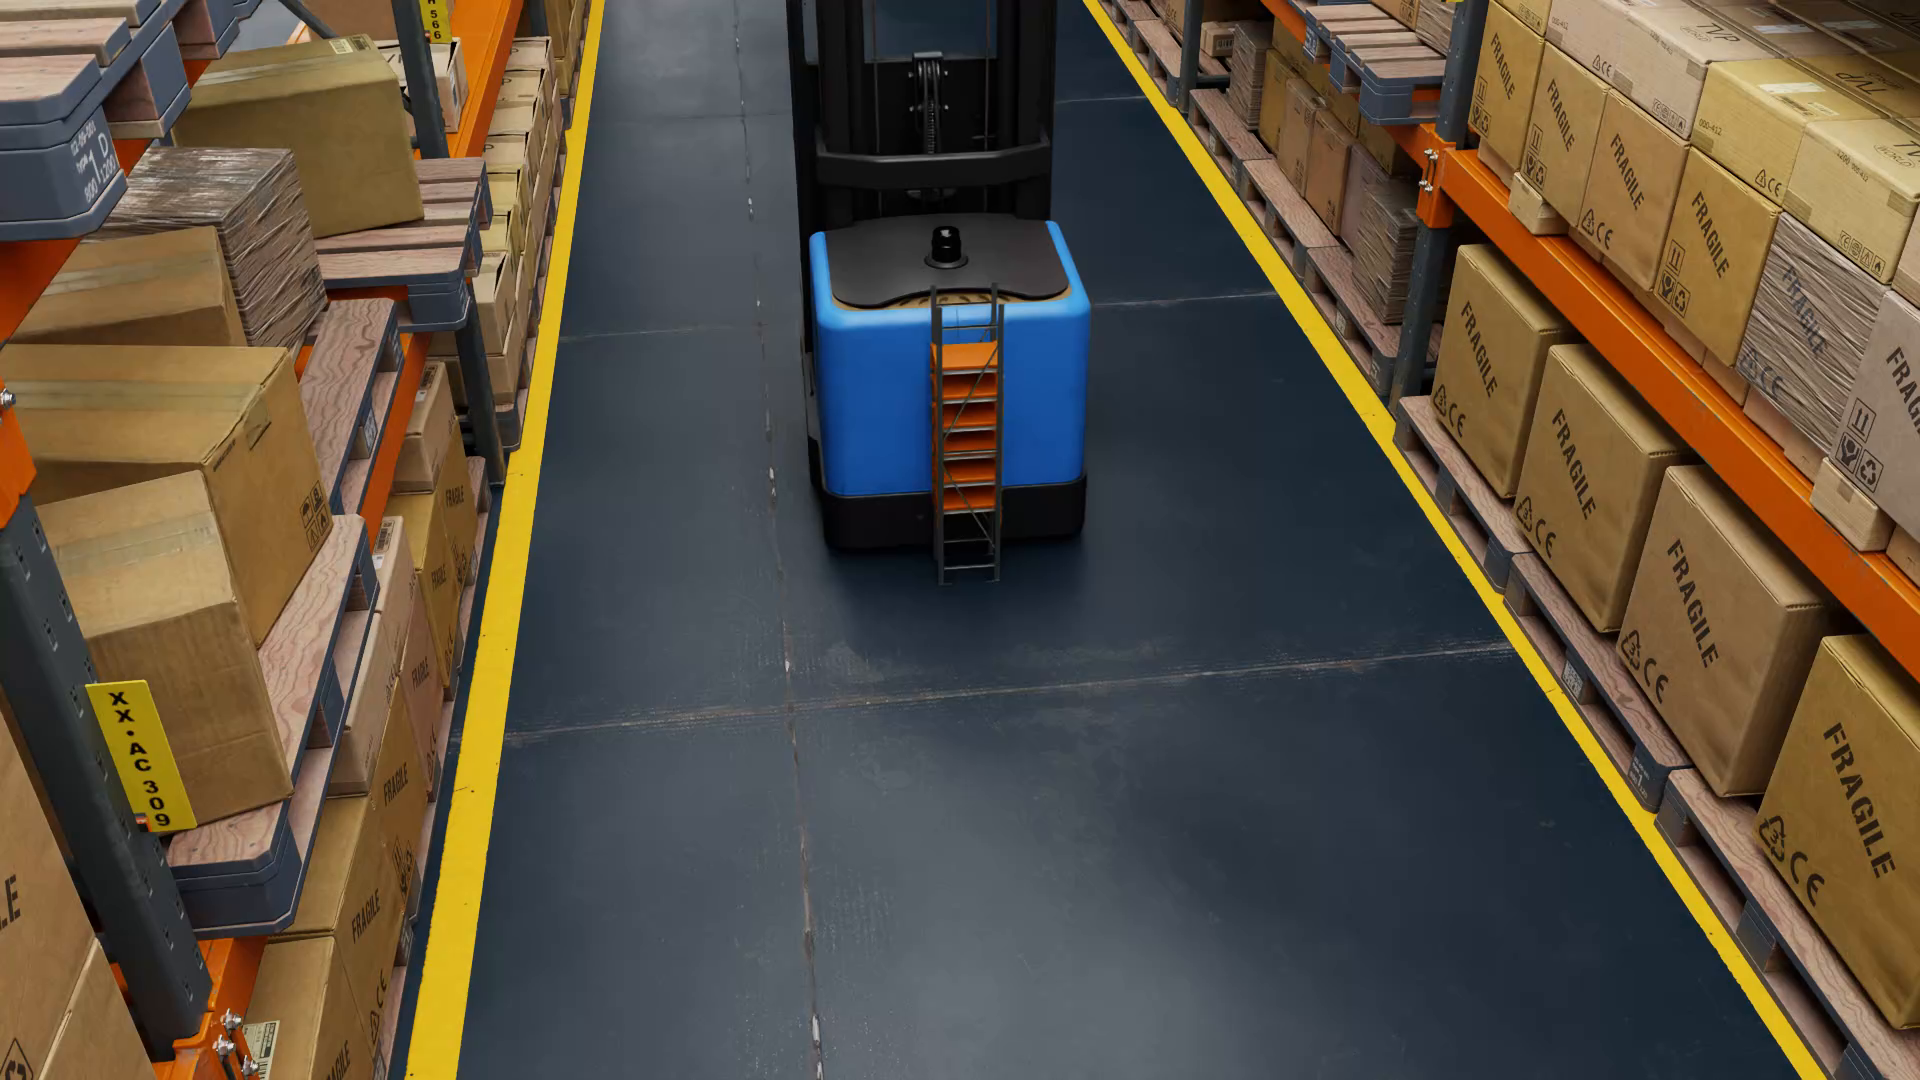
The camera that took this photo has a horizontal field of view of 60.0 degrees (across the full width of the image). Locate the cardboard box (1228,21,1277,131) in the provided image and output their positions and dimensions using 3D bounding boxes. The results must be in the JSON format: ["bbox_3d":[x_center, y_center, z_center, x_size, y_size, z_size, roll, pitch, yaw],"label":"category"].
[{"bbox_3d":[2.042,-2.812,10.041,0.700,0.500,0.500,-3,34,-5],"label":"cardboard box"}]

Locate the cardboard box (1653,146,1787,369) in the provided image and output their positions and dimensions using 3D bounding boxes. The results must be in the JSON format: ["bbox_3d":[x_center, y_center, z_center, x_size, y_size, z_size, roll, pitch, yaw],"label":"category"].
[{"bbox_3d":[2.481,-0.862,4.981,0.500,0.500,0.500,-3,34,-5],"label":"cardboard box"}]

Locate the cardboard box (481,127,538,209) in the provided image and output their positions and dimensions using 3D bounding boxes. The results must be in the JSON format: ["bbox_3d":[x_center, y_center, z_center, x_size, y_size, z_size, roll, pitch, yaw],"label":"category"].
[{"bbox_3d":[-2.438,-1.911,8.461,0.500,0.311,0.500,-5,35,-7],"label":"cardboard box"}]

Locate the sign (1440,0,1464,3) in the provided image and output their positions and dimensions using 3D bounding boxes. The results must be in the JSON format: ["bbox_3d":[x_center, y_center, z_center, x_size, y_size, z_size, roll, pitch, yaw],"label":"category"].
[{"bbox_3d":[1.928,-2.240,6.415,0.100,0.325,0.005,-4,35,-6],"label":"sign"}]

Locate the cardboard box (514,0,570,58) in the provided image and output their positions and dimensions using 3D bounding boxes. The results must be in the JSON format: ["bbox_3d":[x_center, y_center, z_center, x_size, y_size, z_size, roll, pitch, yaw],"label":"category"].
[{"bbox_3d":[-2.734,-3.325,10.368,0.500,0.500,0.500,-4,35,-6],"label":"cardboard box"}]

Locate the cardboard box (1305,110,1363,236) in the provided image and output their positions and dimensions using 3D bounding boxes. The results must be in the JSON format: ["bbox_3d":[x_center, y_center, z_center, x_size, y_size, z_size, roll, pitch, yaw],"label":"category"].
[{"bbox_3d":[2.267,-1.958,8.789,0.700,0.500,0.500,-5,35,-7],"label":"cardboard box"}]

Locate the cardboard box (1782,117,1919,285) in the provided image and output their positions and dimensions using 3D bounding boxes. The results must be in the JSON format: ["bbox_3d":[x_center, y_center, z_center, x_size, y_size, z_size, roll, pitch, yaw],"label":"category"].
[{"bbox_3d":[2.558,-0.902,4.374,0.500,0.250,0.500,-4,34,-5],"label":"cardboard box"}]

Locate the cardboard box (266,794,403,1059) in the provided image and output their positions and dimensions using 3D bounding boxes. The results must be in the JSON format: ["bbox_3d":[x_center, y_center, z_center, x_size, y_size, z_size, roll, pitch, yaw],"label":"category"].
[{"bbox_3d":[-1.812,1.035,4.396,0.500,0.500,0.500,-4,34,-6],"label":"cardboard box"}]

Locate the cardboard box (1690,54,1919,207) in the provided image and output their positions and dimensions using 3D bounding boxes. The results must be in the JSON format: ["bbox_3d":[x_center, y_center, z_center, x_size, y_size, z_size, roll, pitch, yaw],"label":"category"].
[{"bbox_3d":[2.489,-1.187,4.791,0.500,0.250,0.500,-5,35,-7],"label":"cardboard box"}]

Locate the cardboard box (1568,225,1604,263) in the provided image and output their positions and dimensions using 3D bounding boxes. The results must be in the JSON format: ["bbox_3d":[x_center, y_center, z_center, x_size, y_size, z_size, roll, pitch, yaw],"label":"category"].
[{"bbox_3d":[2.412,-1.116,5.930,0.380,0.149,0.250,-5,35,-7],"label":"cardboard box"}]

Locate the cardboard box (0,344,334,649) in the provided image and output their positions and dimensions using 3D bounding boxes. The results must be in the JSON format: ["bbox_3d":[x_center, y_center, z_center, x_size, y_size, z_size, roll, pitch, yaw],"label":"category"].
[{"bbox_3d":[-1.903,-0.106,3.780,0.700,0.500,0.500,1,34,1],"label":"cardboard box"}]

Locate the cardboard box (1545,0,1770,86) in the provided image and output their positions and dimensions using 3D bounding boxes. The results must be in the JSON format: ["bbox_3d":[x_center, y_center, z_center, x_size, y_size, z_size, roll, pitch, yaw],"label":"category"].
[{"bbox_3d":[2.343,-1.750,5.617,0.500,0.250,0.500,-5,35,-7],"label":"cardboard box"}]

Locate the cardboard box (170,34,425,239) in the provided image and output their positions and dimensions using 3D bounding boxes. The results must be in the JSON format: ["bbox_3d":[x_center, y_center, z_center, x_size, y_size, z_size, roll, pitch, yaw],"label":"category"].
[{"bbox_3d":[-2.248,-1.335,5.583,0.700,0.500,0.500,-16,37,-22],"label":"cardboard box"}]

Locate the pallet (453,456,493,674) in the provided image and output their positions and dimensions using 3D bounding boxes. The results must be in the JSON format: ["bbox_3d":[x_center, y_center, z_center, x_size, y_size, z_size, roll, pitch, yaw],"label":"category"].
[{"bbox_3d":[-2.381,0.109,6.403,1.003,0.211,1.213,-4,35,-6],"label":"pallet"}]

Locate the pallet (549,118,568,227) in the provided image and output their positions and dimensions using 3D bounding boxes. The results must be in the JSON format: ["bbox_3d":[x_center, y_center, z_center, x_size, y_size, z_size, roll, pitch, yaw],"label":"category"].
[{"bbox_3d":[-2.844,-2.135,9.695,1.003,0.211,1.213,-4,35,-6],"label":"pallet"}]

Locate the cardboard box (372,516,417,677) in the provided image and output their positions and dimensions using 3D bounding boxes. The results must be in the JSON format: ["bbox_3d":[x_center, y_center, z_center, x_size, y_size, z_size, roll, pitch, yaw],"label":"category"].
[{"bbox_3d":[-1.932,0.184,4.979,0.500,0.250,0.500,-5,35,-7],"label":"cardboard box"}]

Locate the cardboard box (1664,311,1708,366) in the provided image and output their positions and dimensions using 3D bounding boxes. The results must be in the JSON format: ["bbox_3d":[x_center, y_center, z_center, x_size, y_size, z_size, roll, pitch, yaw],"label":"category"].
[{"bbox_3d":[2.496,-0.688,5.302,0.380,0.149,0.250,-4,34,-6],"label":"cardboard box"}]

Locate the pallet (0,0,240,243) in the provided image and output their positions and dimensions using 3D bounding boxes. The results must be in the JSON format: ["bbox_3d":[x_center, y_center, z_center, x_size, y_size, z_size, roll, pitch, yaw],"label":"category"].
[{"bbox_3d":[-1.924,-0.762,2.708,1.213,0.211,1.003,-4,35,-6],"label":"pallet"}]

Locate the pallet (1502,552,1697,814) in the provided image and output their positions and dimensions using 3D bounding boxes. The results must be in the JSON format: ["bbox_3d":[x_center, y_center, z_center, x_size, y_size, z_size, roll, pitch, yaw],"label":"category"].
[{"bbox_3d":[2.656,0.437,5.921,1.003,0.211,1.213,-4,35,-6],"label":"pallet"}]

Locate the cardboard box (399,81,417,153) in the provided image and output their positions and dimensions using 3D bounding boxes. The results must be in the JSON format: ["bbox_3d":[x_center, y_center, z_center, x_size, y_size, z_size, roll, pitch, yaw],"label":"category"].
[{"bbox_3d":[-2.450,-1.632,6.561,0.500,0.311,0.500,-2,34,-3],"label":"cardboard box"}]

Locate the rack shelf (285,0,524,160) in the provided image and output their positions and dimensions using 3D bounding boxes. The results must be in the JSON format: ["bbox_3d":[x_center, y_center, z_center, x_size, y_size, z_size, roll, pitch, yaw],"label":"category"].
[{"bbox_3d":[-2.713,-2.282,8.073,1.077,0.370,4.000,-4,35,-6],"label":"rack shelf"}]

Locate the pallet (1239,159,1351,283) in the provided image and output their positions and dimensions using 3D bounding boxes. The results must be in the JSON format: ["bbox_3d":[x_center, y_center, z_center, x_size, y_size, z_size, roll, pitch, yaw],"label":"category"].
[{"bbox_3d":[2.200,-1.803,9.209,1.003,0.211,1.213,-4,35,-6],"label":"pallet"}]

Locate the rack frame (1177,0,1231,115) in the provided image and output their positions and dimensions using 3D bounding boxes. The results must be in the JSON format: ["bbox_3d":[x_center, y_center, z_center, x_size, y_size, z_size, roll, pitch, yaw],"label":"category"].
[{"bbox_3d":[1.926,-4.072,10.062,1.000,3.000,0.127,-4,35,-6],"label":"rack frame"}]

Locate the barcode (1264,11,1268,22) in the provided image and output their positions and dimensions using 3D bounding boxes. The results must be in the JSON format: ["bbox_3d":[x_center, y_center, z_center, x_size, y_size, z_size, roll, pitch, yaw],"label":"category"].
[{"bbox_3d":[2.109,-3.602,11.450,0.001,0.075,0.075,-4,35,-6],"label":"barcode"}]

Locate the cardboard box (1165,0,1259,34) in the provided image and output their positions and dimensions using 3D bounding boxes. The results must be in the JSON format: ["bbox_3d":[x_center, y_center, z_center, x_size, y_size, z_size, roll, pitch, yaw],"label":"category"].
[{"bbox_3d":[1.747,-3.797,11.487,0.500,0.500,0.500,-7,35,-10],"label":"cardboard box"}]

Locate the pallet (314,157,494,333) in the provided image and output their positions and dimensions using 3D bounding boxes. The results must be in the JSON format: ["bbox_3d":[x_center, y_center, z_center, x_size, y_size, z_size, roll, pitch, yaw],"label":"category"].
[{"bbox_3d":[-2.283,-1.011,5.740,1.213,0.211,1.003,-4,35,-6],"label":"pallet"}]

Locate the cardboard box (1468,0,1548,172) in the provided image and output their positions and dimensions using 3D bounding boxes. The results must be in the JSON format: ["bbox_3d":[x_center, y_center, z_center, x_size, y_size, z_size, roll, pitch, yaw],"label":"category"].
[{"bbox_3d":[2.276,-1.722,6.243,0.500,0.500,0.500,-3,34,-5],"label":"cardboard box"}]

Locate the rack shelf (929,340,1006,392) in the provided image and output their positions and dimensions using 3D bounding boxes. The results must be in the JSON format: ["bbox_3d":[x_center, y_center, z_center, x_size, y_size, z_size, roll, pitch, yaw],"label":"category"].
[{"bbox_3d":[0.025,-0.636,6.058,0.258,0.103,0.180,-4,34,-6],"label":"rack shelf"}]

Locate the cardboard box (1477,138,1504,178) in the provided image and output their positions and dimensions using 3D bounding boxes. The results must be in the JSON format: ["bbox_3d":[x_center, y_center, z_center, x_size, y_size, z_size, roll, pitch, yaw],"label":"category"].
[{"bbox_3d":[2.279,-1.543,6.556,0.380,0.149,0.250,-5,35,-7],"label":"cardboard box"}]

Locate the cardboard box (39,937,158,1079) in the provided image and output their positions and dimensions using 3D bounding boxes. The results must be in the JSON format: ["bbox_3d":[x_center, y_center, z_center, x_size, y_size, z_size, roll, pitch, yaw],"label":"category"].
[{"bbox_3d":[-1.584,0.987,2.549,0.500,0.500,0.500,-4,34,-6],"label":"cardboard box"}]

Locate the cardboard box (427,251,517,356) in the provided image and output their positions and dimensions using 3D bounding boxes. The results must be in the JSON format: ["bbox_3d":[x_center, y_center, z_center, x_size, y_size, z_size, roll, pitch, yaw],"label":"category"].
[{"bbox_3d":[-2.223,-1.046,7.193,0.500,0.311,0.500,-3,34,-5],"label":"cardboard box"}]

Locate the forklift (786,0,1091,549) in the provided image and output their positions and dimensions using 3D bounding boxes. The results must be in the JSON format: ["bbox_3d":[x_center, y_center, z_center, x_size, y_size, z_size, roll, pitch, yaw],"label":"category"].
[{"bbox_3d":[-0.182,-1.991,7.069,1.130,2.935,3.031,-4,34,-6],"label":"forklift"}]

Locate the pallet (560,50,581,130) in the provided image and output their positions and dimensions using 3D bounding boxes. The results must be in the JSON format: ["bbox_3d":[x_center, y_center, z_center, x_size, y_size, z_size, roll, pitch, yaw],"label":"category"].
[{"bbox_3d":[-3.047,-2.990,10.950,1.003,0.211,1.213,-4,35,-6],"label":"pallet"}]

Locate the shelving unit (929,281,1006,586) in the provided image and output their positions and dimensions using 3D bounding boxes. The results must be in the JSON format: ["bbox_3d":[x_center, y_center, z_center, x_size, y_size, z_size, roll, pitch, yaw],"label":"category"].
[{"bbox_3d":[0.025,-0.375,6.235,0.258,1.200,0.189,-4,34,-6],"label":"shelving unit"}]

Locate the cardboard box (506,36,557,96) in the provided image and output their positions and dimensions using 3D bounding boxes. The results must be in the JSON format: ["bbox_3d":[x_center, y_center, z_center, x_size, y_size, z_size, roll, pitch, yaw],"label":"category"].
[{"bbox_3d":[-2.643,-2.760,9.707,0.500,0.311,0.500,-4,35,-6],"label":"cardboard box"}]

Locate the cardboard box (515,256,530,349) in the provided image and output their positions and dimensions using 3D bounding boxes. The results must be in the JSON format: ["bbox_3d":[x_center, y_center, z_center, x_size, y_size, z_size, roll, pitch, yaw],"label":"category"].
[{"bbox_3d":[-2.292,-1.095,7.762,0.500,0.250,0.500,-5,35,-8],"label":"cardboard box"}]

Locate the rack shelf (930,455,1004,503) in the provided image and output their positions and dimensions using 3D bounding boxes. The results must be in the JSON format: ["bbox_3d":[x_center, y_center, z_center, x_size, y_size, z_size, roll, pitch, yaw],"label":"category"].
[{"bbox_3d":[0.025,-0.240,6.328,0.258,0.103,0.180,-4,34,-6],"label":"rack shelf"}]

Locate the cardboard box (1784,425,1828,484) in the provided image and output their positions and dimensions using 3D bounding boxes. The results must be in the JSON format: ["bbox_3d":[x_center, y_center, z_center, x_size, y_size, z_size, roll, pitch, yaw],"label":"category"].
[{"bbox_3d":[2.568,-0.251,4.660,0.380,0.149,0.250,-4,35,-6],"label":"cardboard box"}]

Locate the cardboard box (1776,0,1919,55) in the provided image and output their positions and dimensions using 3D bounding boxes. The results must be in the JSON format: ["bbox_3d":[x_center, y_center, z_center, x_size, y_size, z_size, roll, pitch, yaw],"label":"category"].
[{"bbox_3d":[2.914,-1.513,5.270,0.500,0.250,0.500,-5,35,-8],"label":"cardboard box"}]

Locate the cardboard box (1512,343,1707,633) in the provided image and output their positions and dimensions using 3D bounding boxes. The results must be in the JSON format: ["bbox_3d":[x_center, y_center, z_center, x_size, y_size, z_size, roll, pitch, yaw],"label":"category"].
[{"bbox_3d":[2.545,-0.216,5.939,0.750,0.750,0.750,-5,35,-7],"label":"cardboard box"}]

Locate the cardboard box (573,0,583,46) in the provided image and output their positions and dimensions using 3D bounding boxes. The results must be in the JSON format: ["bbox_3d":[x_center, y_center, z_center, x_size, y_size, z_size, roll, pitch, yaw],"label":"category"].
[{"bbox_3d":[-2.868,-3.573,11.398,0.500,0.250,0.500,-4,35,-6],"label":"cardboard box"}]

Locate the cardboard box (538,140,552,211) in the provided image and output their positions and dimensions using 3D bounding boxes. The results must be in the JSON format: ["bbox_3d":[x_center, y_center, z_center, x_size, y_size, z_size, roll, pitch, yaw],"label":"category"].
[{"bbox_3d":[-2.503,-1.955,9.024,0.500,0.250,0.500,-4,34,-5],"label":"cardboard box"}]

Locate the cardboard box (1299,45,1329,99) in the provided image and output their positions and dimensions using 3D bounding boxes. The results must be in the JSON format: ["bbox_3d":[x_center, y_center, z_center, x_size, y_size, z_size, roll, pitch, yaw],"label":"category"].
[{"bbox_3d":[2.178,-2.586,9.044,0.500,0.250,0.500,-5,35,-8],"label":"cardboard box"}]

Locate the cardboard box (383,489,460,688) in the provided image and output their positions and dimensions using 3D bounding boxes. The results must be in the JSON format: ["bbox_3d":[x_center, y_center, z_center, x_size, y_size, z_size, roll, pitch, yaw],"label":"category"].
[{"bbox_3d":[-2.016,0.181,5.650,0.500,0.500,0.500,-6,35,-8],"label":"cardboard box"}]

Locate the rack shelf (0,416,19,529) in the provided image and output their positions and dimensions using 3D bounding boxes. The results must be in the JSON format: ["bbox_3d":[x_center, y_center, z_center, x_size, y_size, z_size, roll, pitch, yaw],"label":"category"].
[{"bbox_3d":[-1.637,0.943,0.678,1.077,0.370,4.000,-4,35,-6],"label":"rack shelf"}]

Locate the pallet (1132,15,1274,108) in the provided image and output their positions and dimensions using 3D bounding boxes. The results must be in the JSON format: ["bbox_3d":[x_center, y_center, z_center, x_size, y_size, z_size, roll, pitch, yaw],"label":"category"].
[{"bbox_3d":[1.801,-3.292,11.393,1.003,0.211,1.213,-4,35,-6],"label":"pallet"}]

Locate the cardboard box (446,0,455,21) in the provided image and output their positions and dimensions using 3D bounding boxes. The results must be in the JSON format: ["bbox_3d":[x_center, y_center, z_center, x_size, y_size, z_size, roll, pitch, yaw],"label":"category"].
[{"bbox_3d":[-2.757,-2.733,8.008,0.500,0.500,0.500,-4,35,-6],"label":"cardboard box"}]
